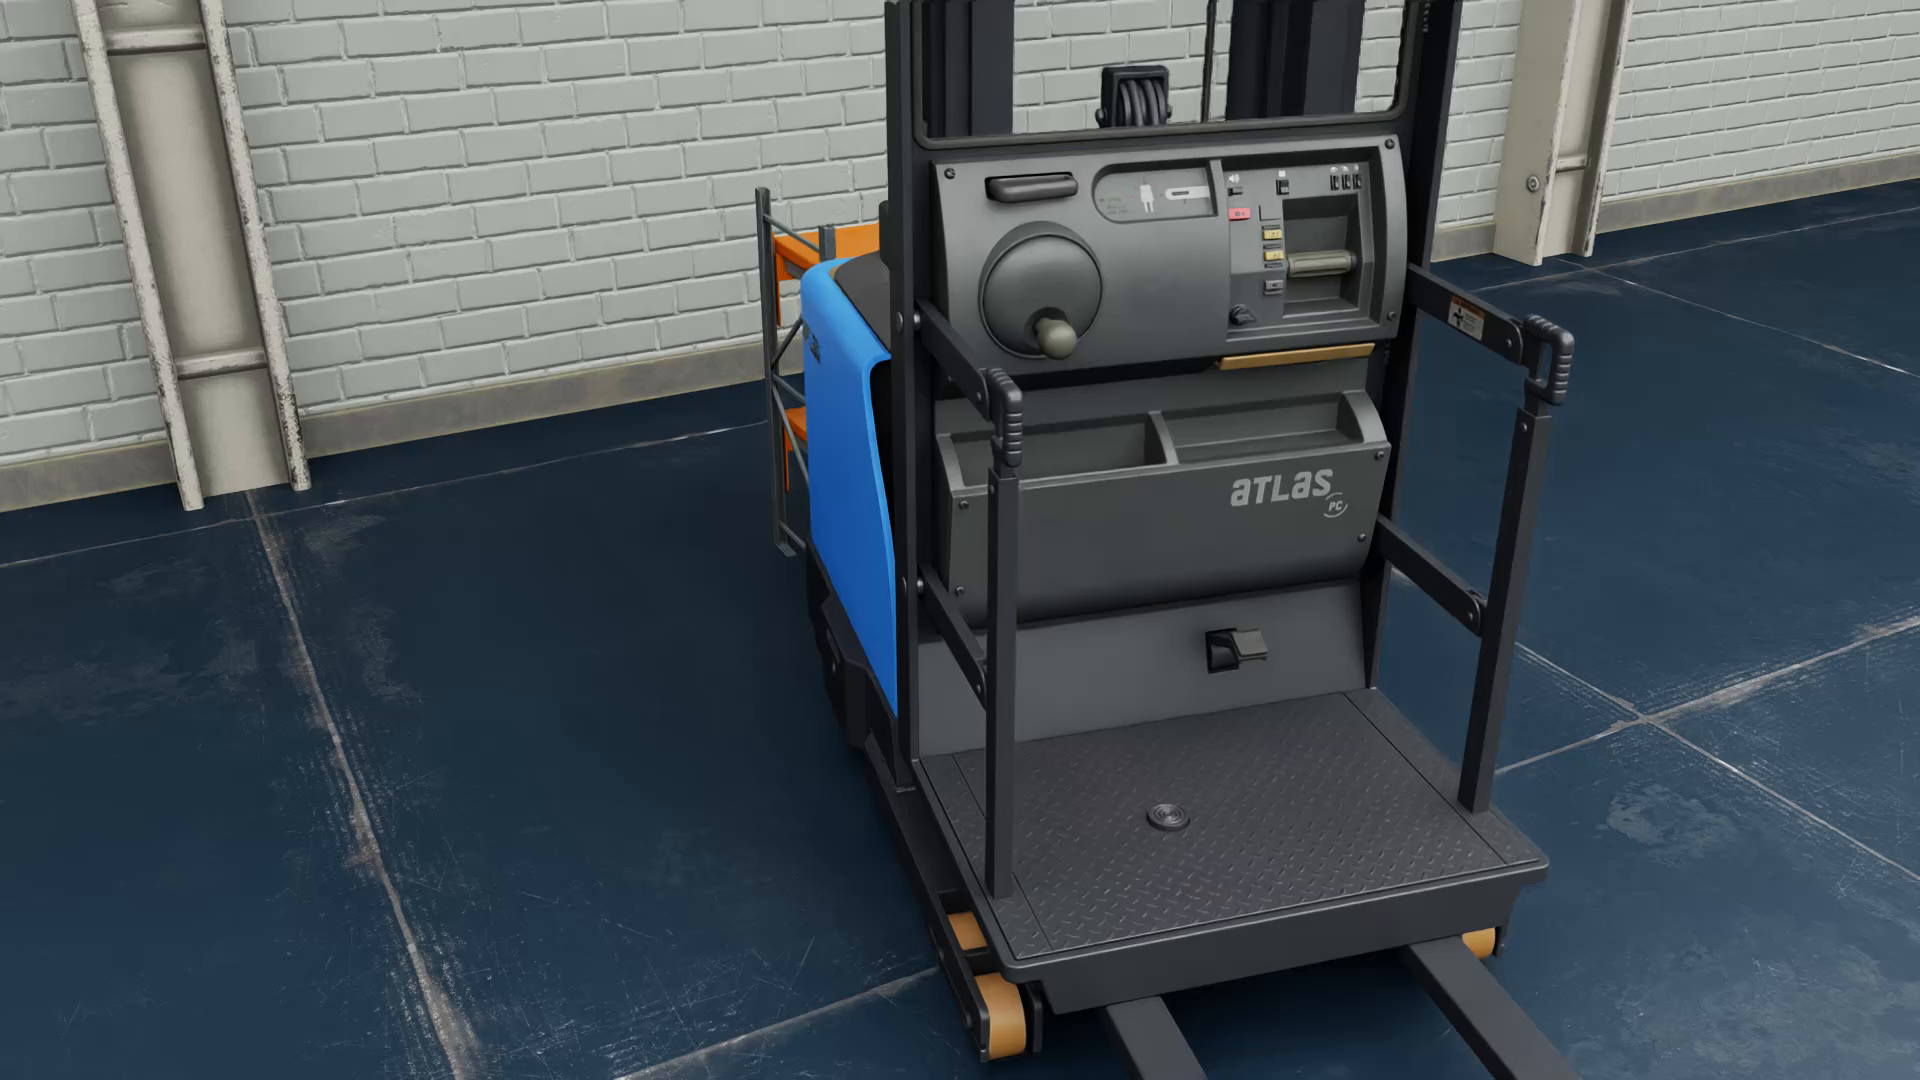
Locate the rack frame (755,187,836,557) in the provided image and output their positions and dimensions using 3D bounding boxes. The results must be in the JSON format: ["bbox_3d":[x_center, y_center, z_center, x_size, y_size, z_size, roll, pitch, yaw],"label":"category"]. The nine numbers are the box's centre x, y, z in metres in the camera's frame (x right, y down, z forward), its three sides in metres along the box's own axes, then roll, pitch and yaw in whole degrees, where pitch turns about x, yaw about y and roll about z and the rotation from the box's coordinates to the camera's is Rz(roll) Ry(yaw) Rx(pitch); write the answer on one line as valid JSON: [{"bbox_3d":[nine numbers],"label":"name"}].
[{"bbox_3d":[-0.456,-0.404,4.792,0.032,1.125,0.500,-13,29,-25],"label":"rack frame"}]

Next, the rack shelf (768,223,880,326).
[{"bbox_3d":[-0.006,-0.770,4.878,1.000,0.278,0.538,-13,29,-25],"label":"rack shelf"}]

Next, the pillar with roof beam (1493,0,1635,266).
[{"bbox_3d":[4.885,-3.828,2.827,0.400,9.000,9.100,-13,29,-25],"label":"pillar with roof beam"}]

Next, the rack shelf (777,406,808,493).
[{"bbox_3d":[-0.006,-0.286,5.111,1.000,0.278,0.538,-13,29,-25],"label":"rack shelf"}]

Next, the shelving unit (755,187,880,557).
[{"bbox_3d":[-0.006,-0.507,5.005,1.048,1.125,0.538,-13,29,-25],"label":"shelving unit"}]

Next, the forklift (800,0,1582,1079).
[{"bbox_3d":[0.472,-0.518,2.943,1.130,2.935,3.031,-7,27,-14],"label":"forklift"}]

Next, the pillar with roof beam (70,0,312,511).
[{"bbox_3d":[-0.410,-2.606,0.281,0.400,9.000,9.100,-13,29,-25],"label":"pillar with roof beam"}]
